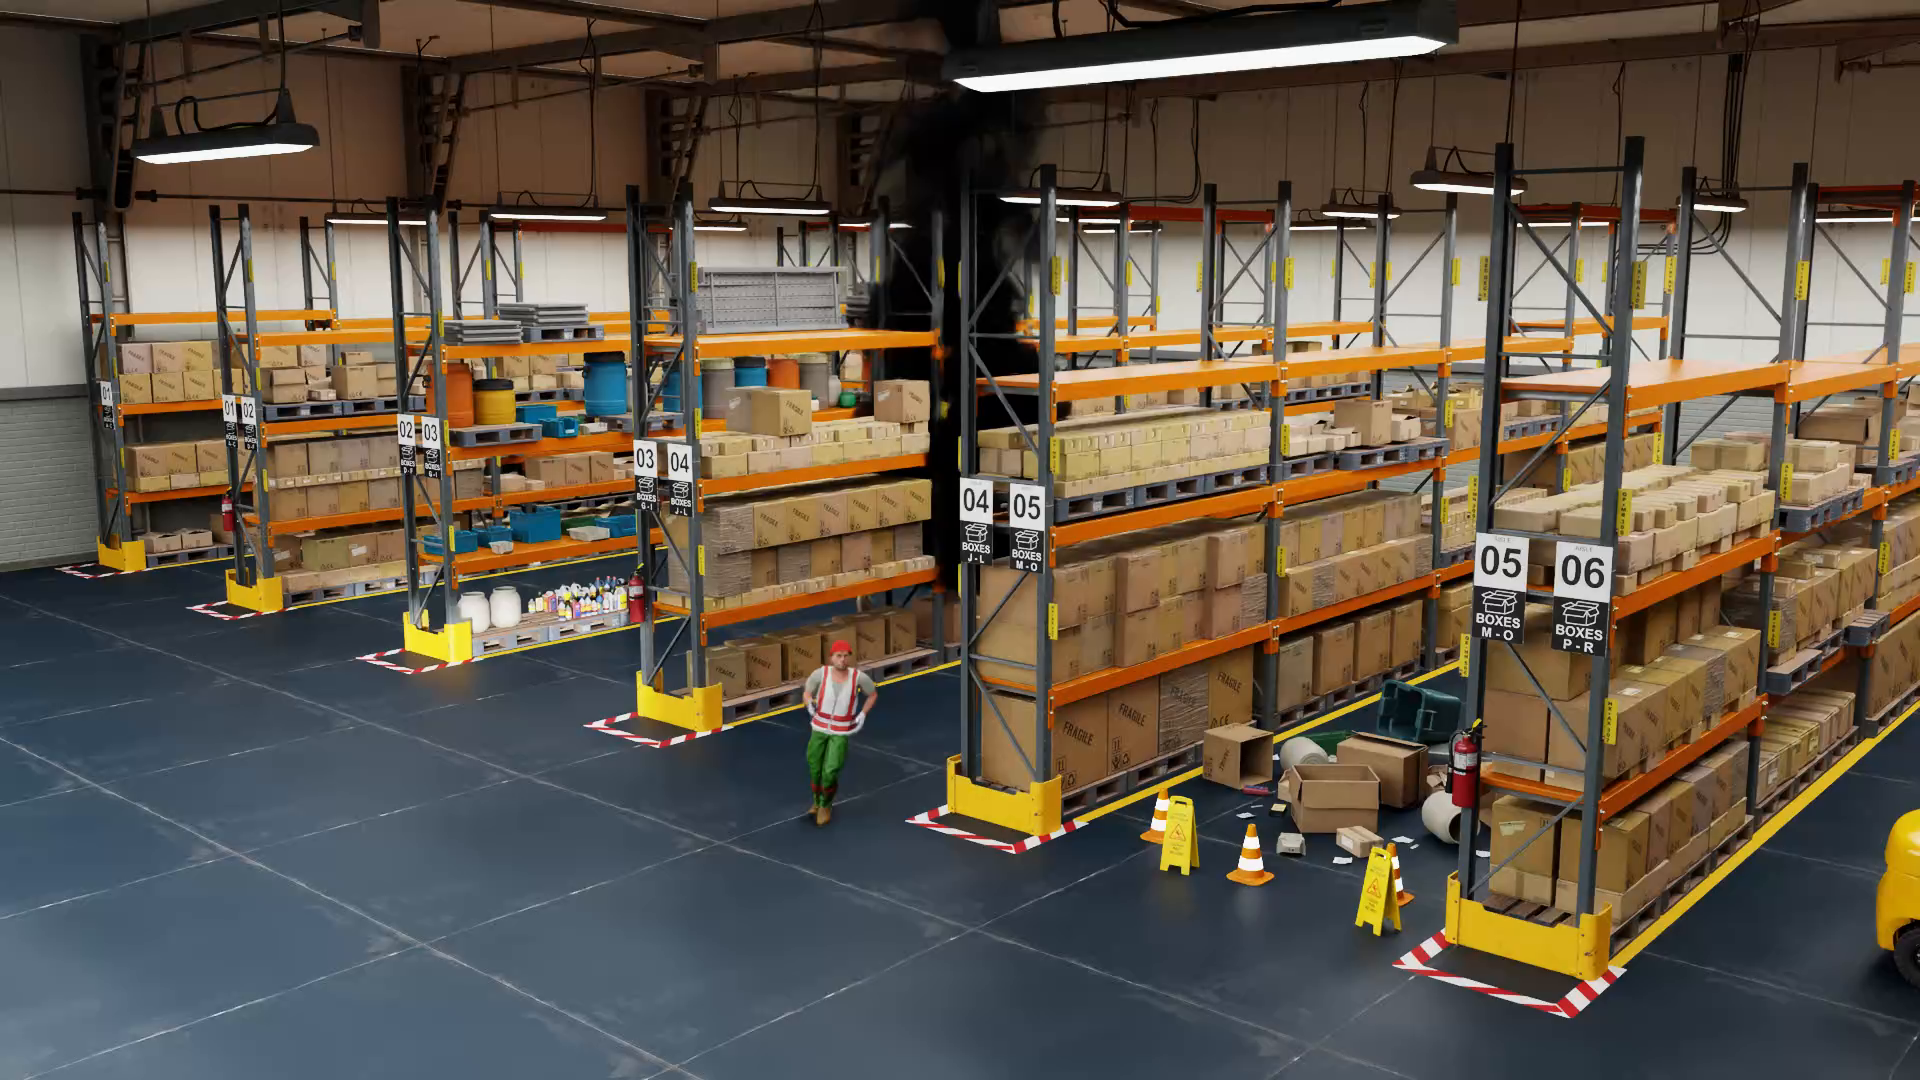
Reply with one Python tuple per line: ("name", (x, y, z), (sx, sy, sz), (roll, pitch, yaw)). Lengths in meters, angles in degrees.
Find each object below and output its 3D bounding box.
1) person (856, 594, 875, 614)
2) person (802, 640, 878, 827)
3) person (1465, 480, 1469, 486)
("person", (-1.359, 0.489, 23.176), (0.603, 1.786, 0.866), (7, 12, 35))
("person", (-1.144, 1.783, 15.345), (0.661, 1.760, 0.658), (2, 10, 11))
("person", (8.314, -0.164, 27.207), (0.603, 1.671, 0.919), (8, 12, 39))
